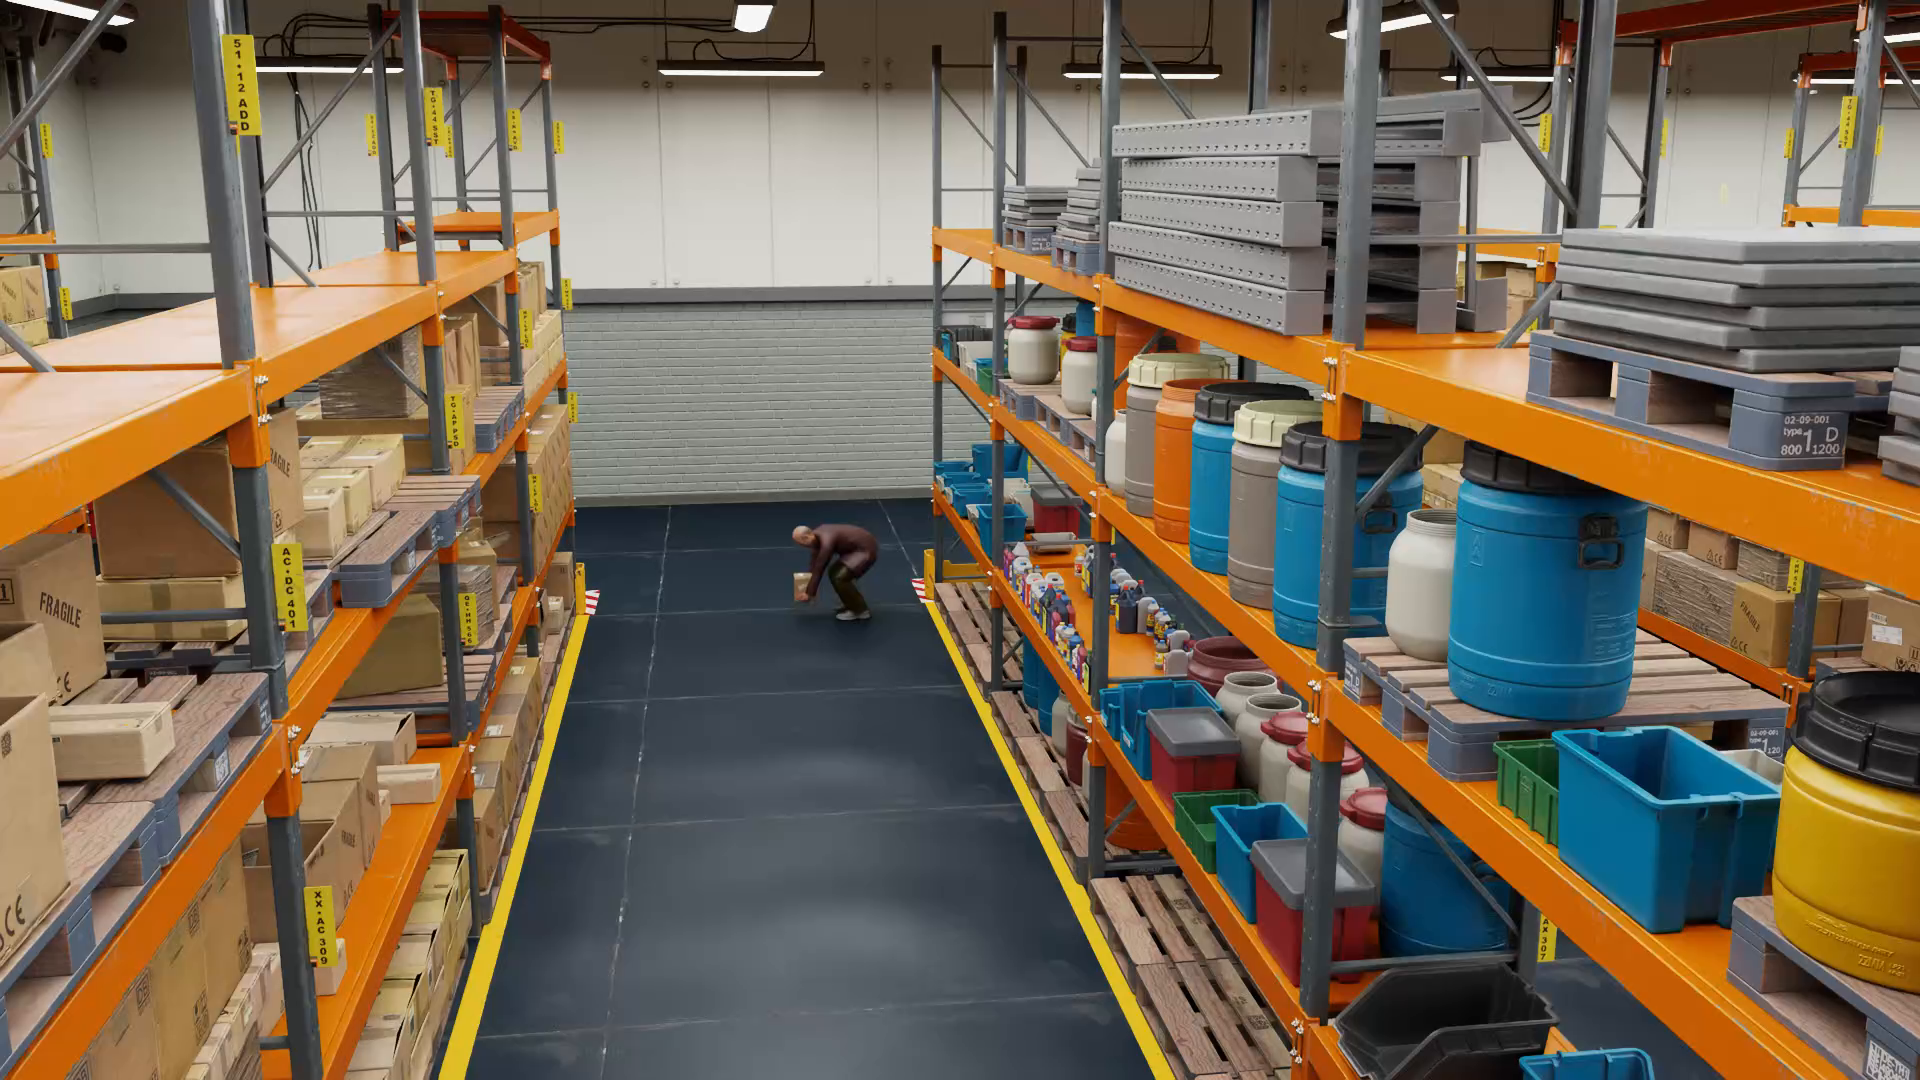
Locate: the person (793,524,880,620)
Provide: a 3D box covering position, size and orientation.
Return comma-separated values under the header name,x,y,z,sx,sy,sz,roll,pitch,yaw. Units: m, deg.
name,x,y,z,sx,sy,sz,roll,pitch,yaw
person,-1.325,0.334,17.890,0.939,1.018,0.594,-3,13,-11
